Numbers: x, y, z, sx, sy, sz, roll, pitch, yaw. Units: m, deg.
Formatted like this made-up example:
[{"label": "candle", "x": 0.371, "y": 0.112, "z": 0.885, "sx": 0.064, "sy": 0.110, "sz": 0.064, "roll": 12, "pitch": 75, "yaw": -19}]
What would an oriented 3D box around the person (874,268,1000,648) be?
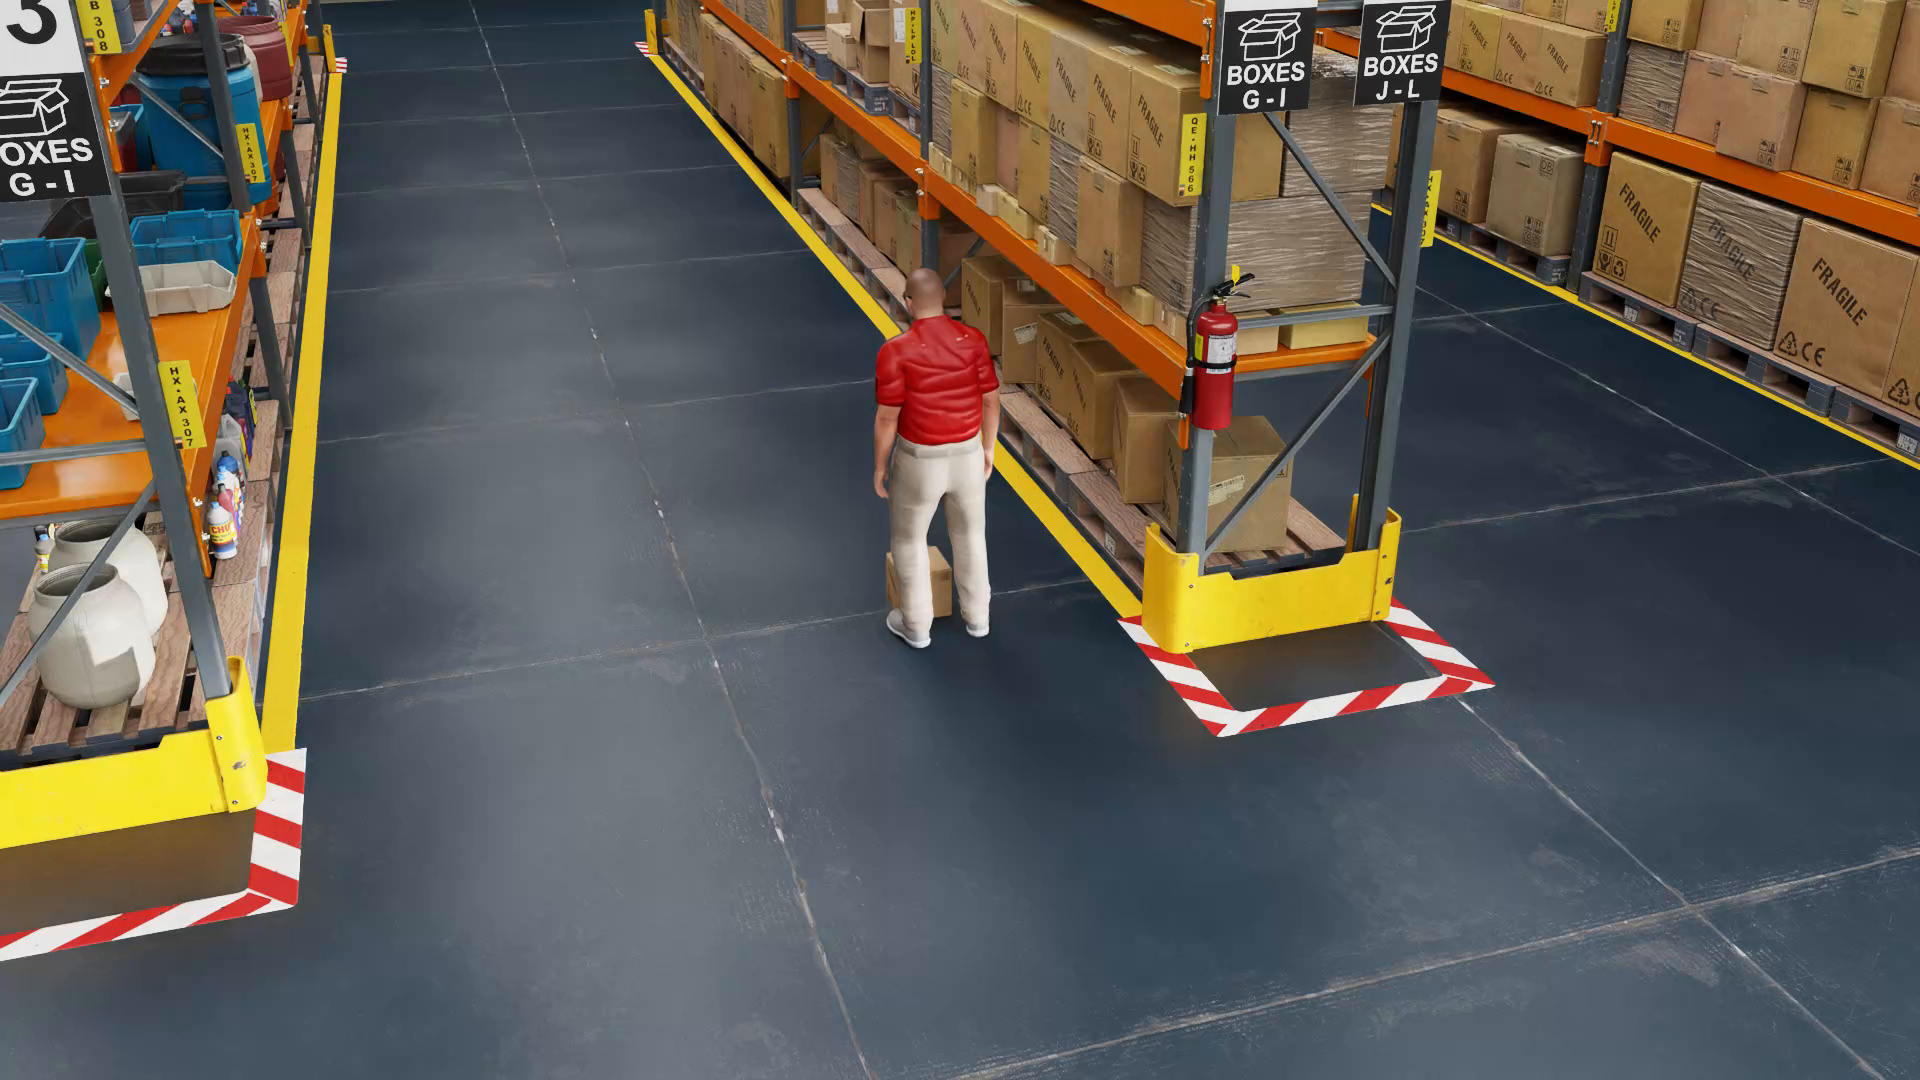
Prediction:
[{"label": "person", "x": -0.108, "y": -0.346, "z": 7.335, "sx": 0.587, "sy": 1.725, "sz": 0.392, "roll": -9, "pitch": 28, "yaw": -18}]
